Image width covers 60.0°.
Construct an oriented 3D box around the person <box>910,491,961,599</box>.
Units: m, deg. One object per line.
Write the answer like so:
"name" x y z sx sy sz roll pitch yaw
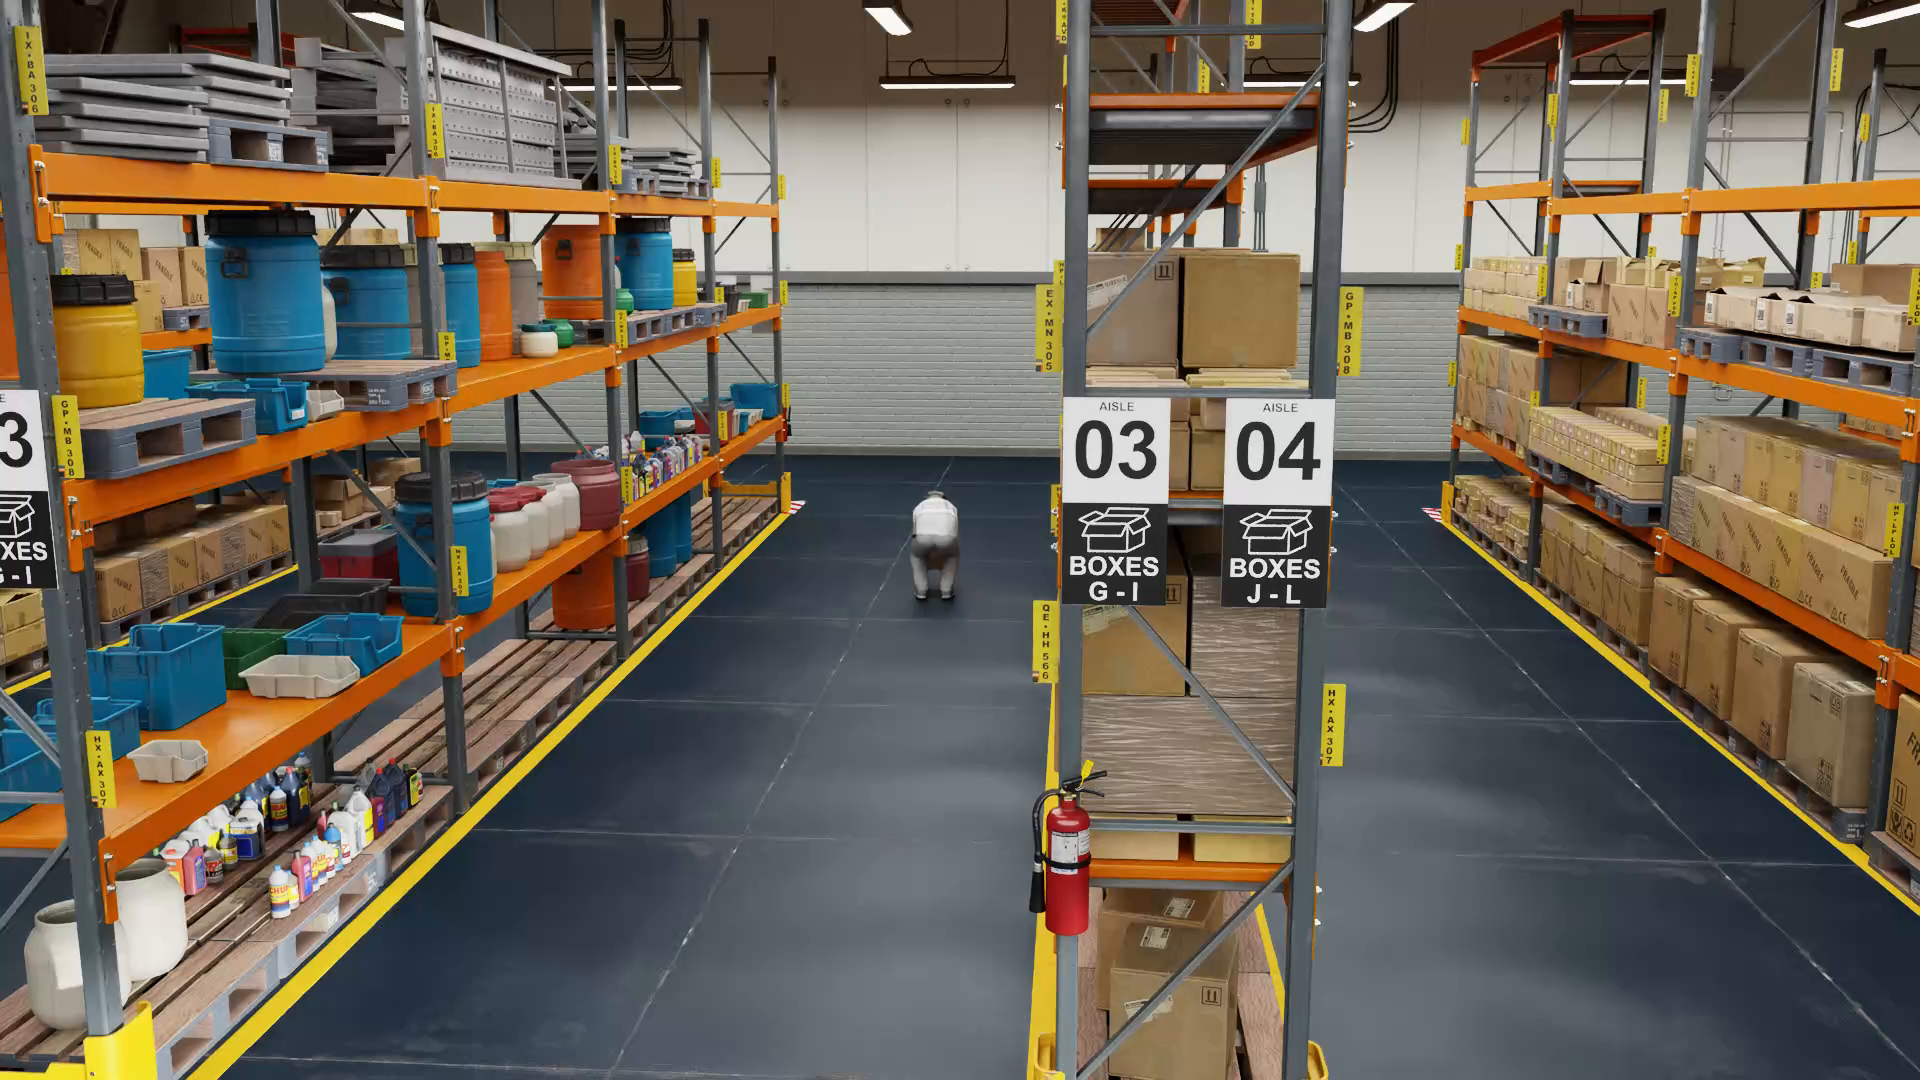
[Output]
"person" -0.260 0.057 17.528 0.534 1.043 1.029 0 11 1
